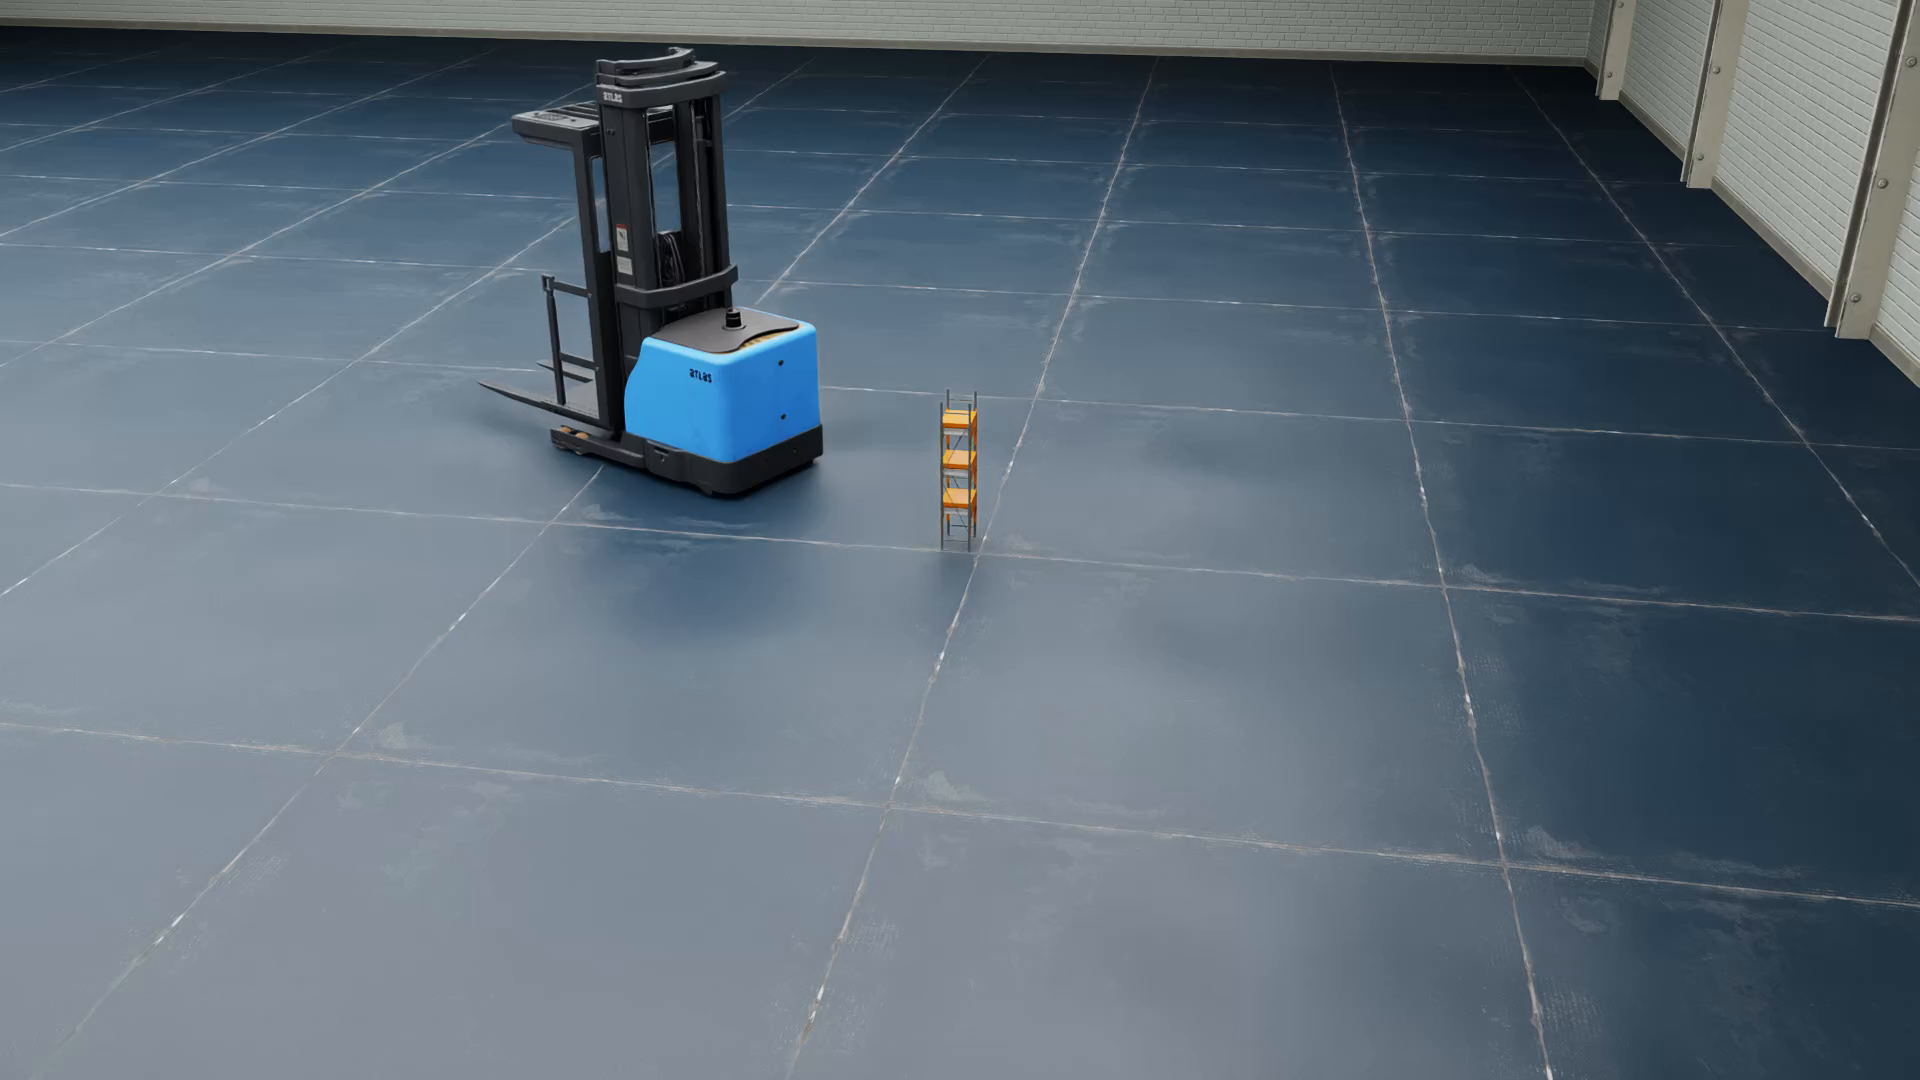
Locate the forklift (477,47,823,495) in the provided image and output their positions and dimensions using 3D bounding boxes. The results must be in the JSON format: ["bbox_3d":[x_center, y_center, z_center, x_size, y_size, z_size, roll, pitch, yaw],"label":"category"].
[{"bbox_3d":[-2.508,-2.133,12.351,3.031,2.935,1.130,18,30,33],"label":"forklift"}]

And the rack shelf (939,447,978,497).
[{"bbox_3d":[-0.009,-0.444,10.984,0.215,0.259,0.240,4,25,9],"label":"rack shelf"}]

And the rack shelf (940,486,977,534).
[{"bbox_3d":[-0.009,-0.192,11.102,0.215,0.259,0.240,4,25,9],"label":"rack shelf"}]

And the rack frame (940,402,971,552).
[{"bbox_3d":[-0.029,-0.402,10.871,0.200,1.050,0.008,4,25,9],"label":"rack frame"}]

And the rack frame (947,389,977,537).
[{"bbox_3d":[0.011,-0.504,11.089,0.200,1.050,0.008,4,25,9],"label":"rack frame"}]

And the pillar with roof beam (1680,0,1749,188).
[{"bbox_3d":[4.929,-8.802,19.441,9.100,9.000,0.400,4,25,9],"label":"pillar with roof beam"}]

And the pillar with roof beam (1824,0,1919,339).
[{"bbox_3d":[3.949,-6.293,14.080,9.100,9.000,0.400,4,25,9],"label":"pillar with roof beam"}]

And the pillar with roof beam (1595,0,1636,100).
[{"bbox_3d":[5.910,-11.312,24.802,9.100,9.000,0.400,4,25,9],"label":"pillar with roof beam"}]

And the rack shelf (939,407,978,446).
[{"bbox_3d":[-0.009,-0.701,10.864,0.215,0.259,0.240,4,25,9],"label":"rack shelf"}]

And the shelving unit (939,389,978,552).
[{"bbox_3d":[-0.009,-0.453,10.980,0.215,1.050,0.252,4,25,9],"label":"shelving unit"}]
